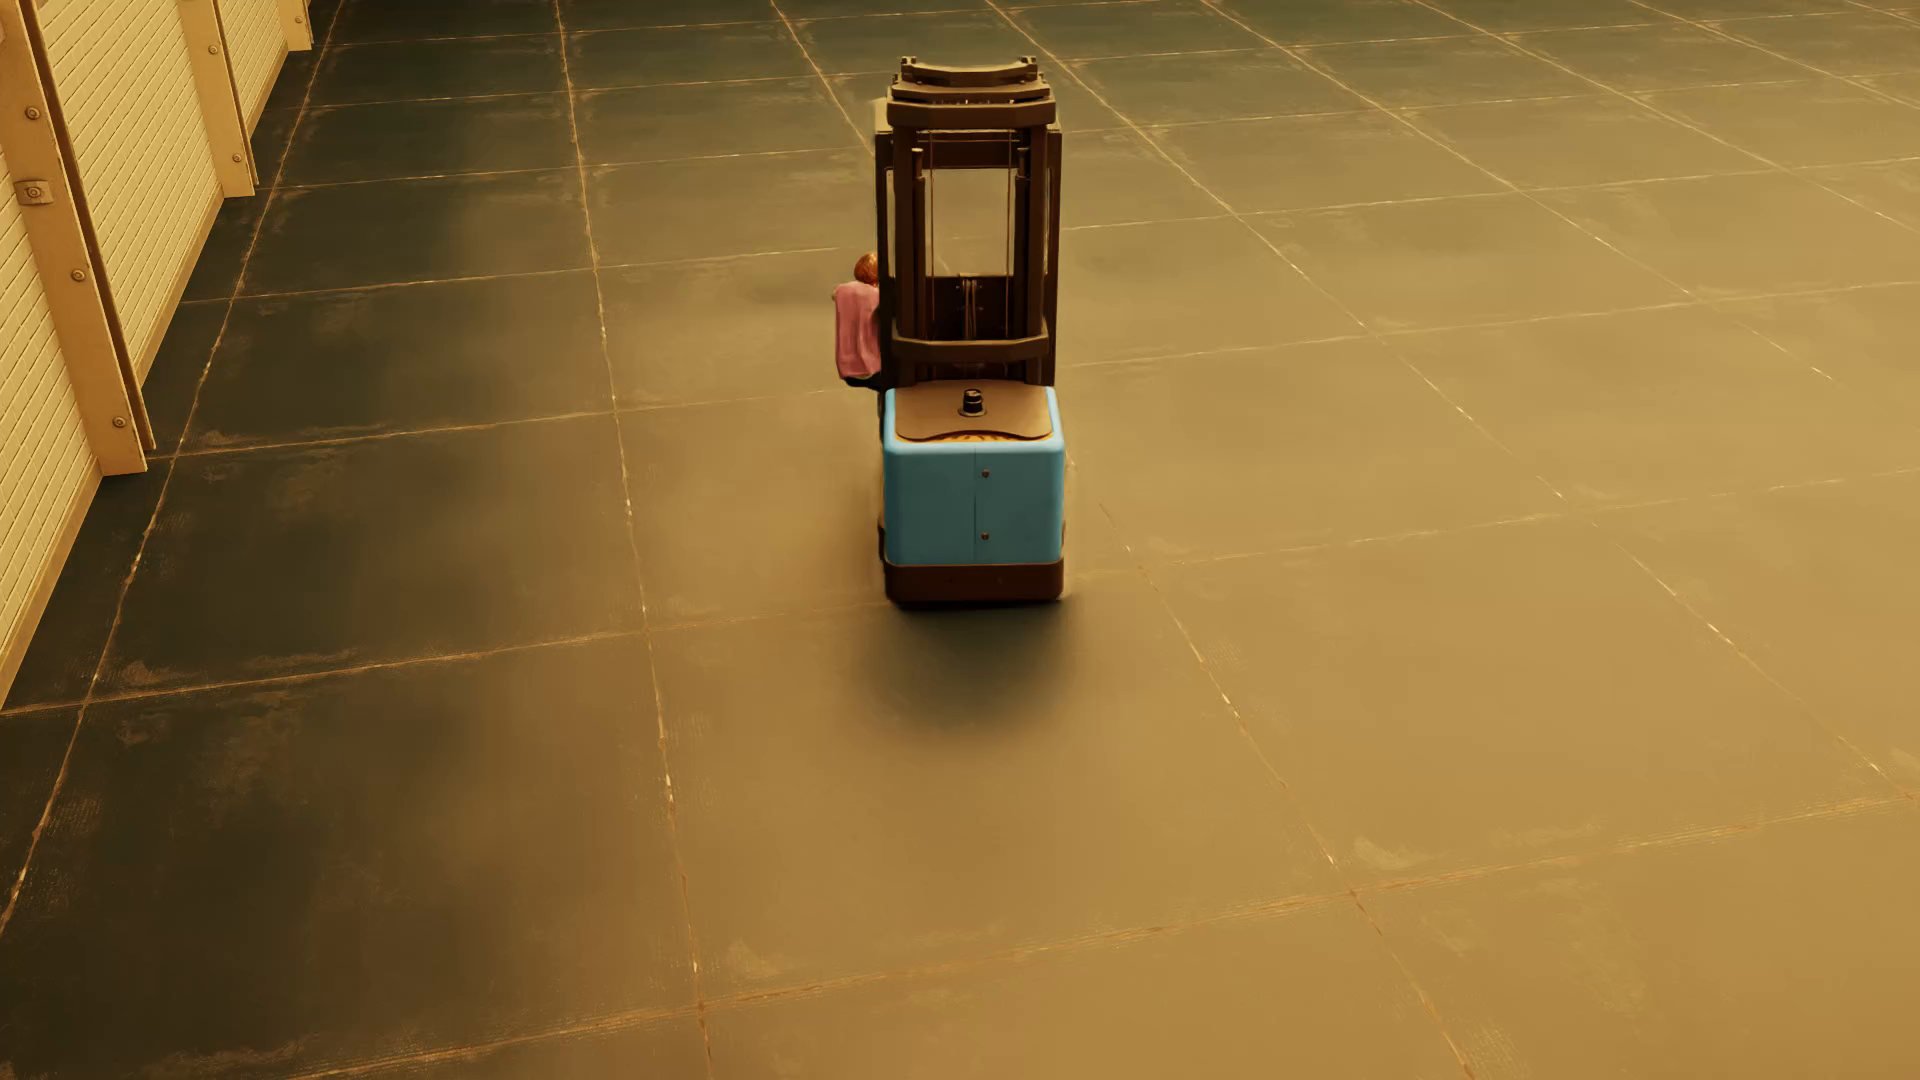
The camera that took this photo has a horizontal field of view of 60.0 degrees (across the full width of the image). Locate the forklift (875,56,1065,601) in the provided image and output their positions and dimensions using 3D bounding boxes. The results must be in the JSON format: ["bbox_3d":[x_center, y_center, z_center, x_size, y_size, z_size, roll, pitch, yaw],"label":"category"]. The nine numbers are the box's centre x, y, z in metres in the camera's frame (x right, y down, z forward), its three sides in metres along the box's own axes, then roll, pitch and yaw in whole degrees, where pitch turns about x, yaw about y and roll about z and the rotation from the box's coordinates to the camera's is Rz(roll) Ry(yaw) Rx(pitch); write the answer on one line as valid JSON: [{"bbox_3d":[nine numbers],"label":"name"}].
[{"bbox_3d":[0.041,-1.611,10.357,1.130,2.935,3.031,-1,30,-2],"label":"forklift"}]

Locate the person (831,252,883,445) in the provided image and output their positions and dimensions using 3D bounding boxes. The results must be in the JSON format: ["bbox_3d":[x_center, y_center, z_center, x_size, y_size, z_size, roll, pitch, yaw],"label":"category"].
[{"bbox_3d":[-0.439,-1.266,10.989,0.976,1.304,0.838,12,32,20],"label":"person"}]
